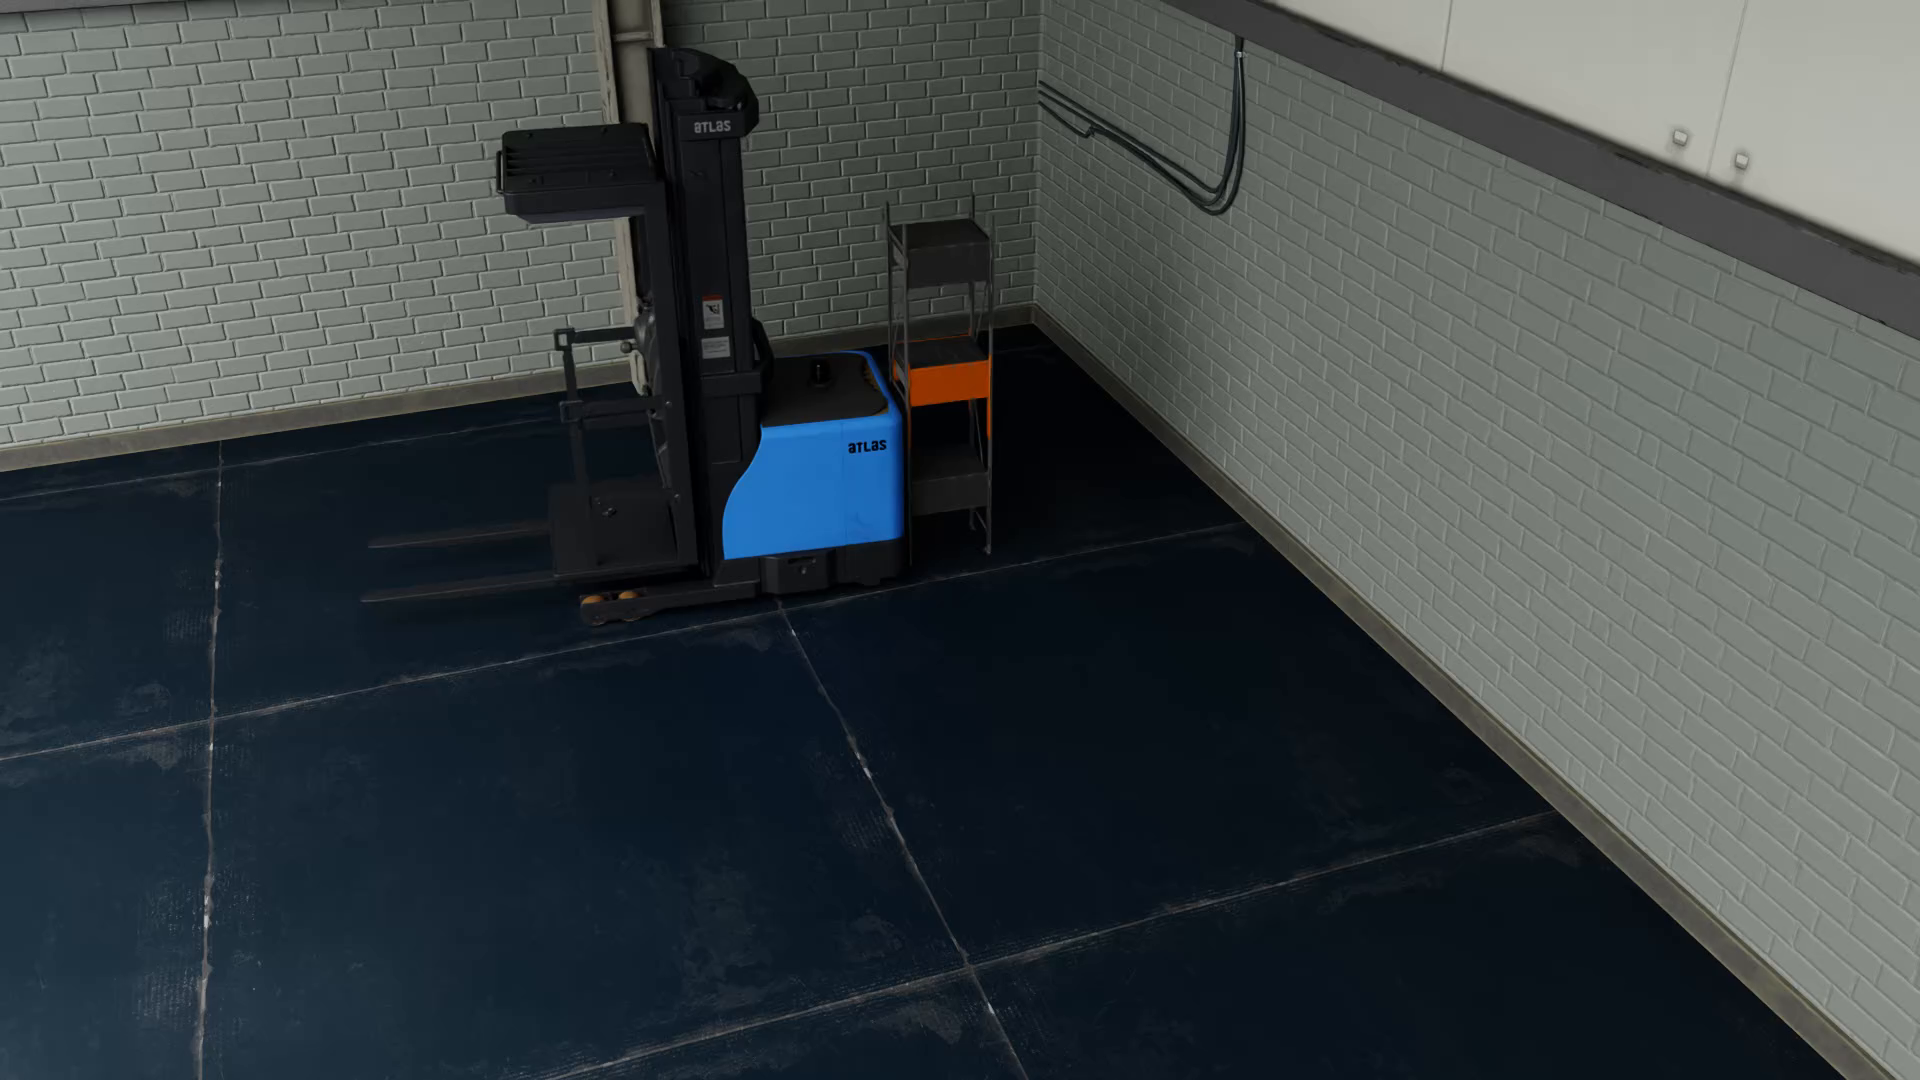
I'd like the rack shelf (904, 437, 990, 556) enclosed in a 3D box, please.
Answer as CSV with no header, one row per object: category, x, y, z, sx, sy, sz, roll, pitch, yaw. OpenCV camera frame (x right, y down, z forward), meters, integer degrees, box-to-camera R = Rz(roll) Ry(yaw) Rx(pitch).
rack shelf,-0.112,-0.263,9.883,0.480,0.518,0.431,-8,31,-14

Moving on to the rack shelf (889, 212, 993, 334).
rack shelf,-0.112,-1.480,9.190,0.480,0.518,0.431,-8,31,-14

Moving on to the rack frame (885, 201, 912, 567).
rack frame,-0.347,-0.850,9.471,0.015,2.100,0.400,-8,31,-14

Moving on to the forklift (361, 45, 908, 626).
forklift,-1.876,-1.085,9.044,3.031,2.935,1.130,-7,30,-12

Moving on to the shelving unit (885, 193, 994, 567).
shelving unit,-0.112,-0.883,9.530,0.503,2.100,0.431,-8,31,-14

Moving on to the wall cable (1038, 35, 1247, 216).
wall cable,1.057,-3.596,10.459,0.112,2.526,3.097,-10,31,-18

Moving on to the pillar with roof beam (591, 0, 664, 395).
pillar with roof beam,-0.664,-3.053,6.369,0.400,9.000,9.100,-10,31,-18

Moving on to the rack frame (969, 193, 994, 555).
rack frame,0.122,-0.917,9.589,0.015,2.100,0.400,-8,31,-14

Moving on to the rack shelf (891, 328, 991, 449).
rack shelf,-0.112,-0.872,9.537,0.480,0.518,0.431,-8,31,-14
